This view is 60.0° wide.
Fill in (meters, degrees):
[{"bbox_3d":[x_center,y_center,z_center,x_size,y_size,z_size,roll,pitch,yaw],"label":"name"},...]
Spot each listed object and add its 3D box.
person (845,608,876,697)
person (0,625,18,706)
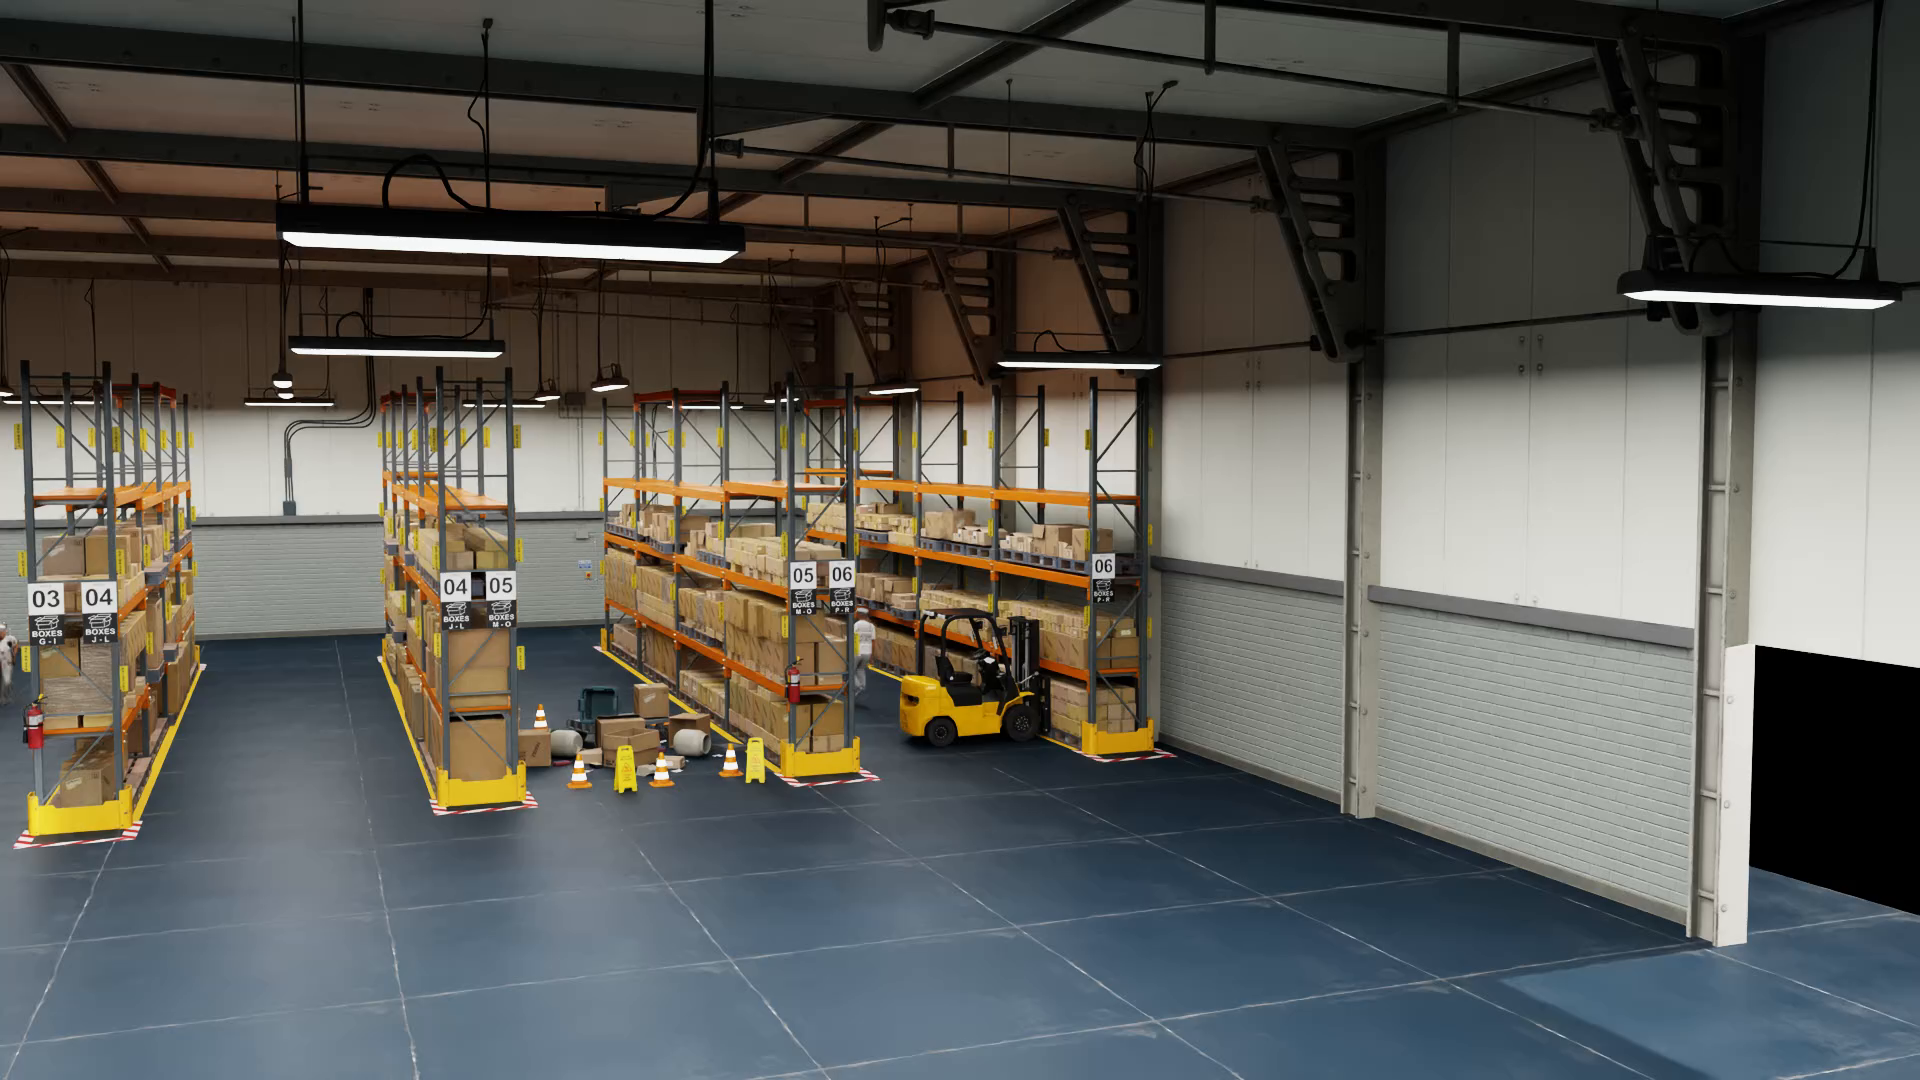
[{"bbox_3d":[-1.869,2.124,31.297,0.574,1.683,0.594,-1,4,-23],"label":"person"},{"bbox_3d":[-17.914,2.347,31.059,0.559,1.565,0.726,-2,4,-24],"label":"person"}]
